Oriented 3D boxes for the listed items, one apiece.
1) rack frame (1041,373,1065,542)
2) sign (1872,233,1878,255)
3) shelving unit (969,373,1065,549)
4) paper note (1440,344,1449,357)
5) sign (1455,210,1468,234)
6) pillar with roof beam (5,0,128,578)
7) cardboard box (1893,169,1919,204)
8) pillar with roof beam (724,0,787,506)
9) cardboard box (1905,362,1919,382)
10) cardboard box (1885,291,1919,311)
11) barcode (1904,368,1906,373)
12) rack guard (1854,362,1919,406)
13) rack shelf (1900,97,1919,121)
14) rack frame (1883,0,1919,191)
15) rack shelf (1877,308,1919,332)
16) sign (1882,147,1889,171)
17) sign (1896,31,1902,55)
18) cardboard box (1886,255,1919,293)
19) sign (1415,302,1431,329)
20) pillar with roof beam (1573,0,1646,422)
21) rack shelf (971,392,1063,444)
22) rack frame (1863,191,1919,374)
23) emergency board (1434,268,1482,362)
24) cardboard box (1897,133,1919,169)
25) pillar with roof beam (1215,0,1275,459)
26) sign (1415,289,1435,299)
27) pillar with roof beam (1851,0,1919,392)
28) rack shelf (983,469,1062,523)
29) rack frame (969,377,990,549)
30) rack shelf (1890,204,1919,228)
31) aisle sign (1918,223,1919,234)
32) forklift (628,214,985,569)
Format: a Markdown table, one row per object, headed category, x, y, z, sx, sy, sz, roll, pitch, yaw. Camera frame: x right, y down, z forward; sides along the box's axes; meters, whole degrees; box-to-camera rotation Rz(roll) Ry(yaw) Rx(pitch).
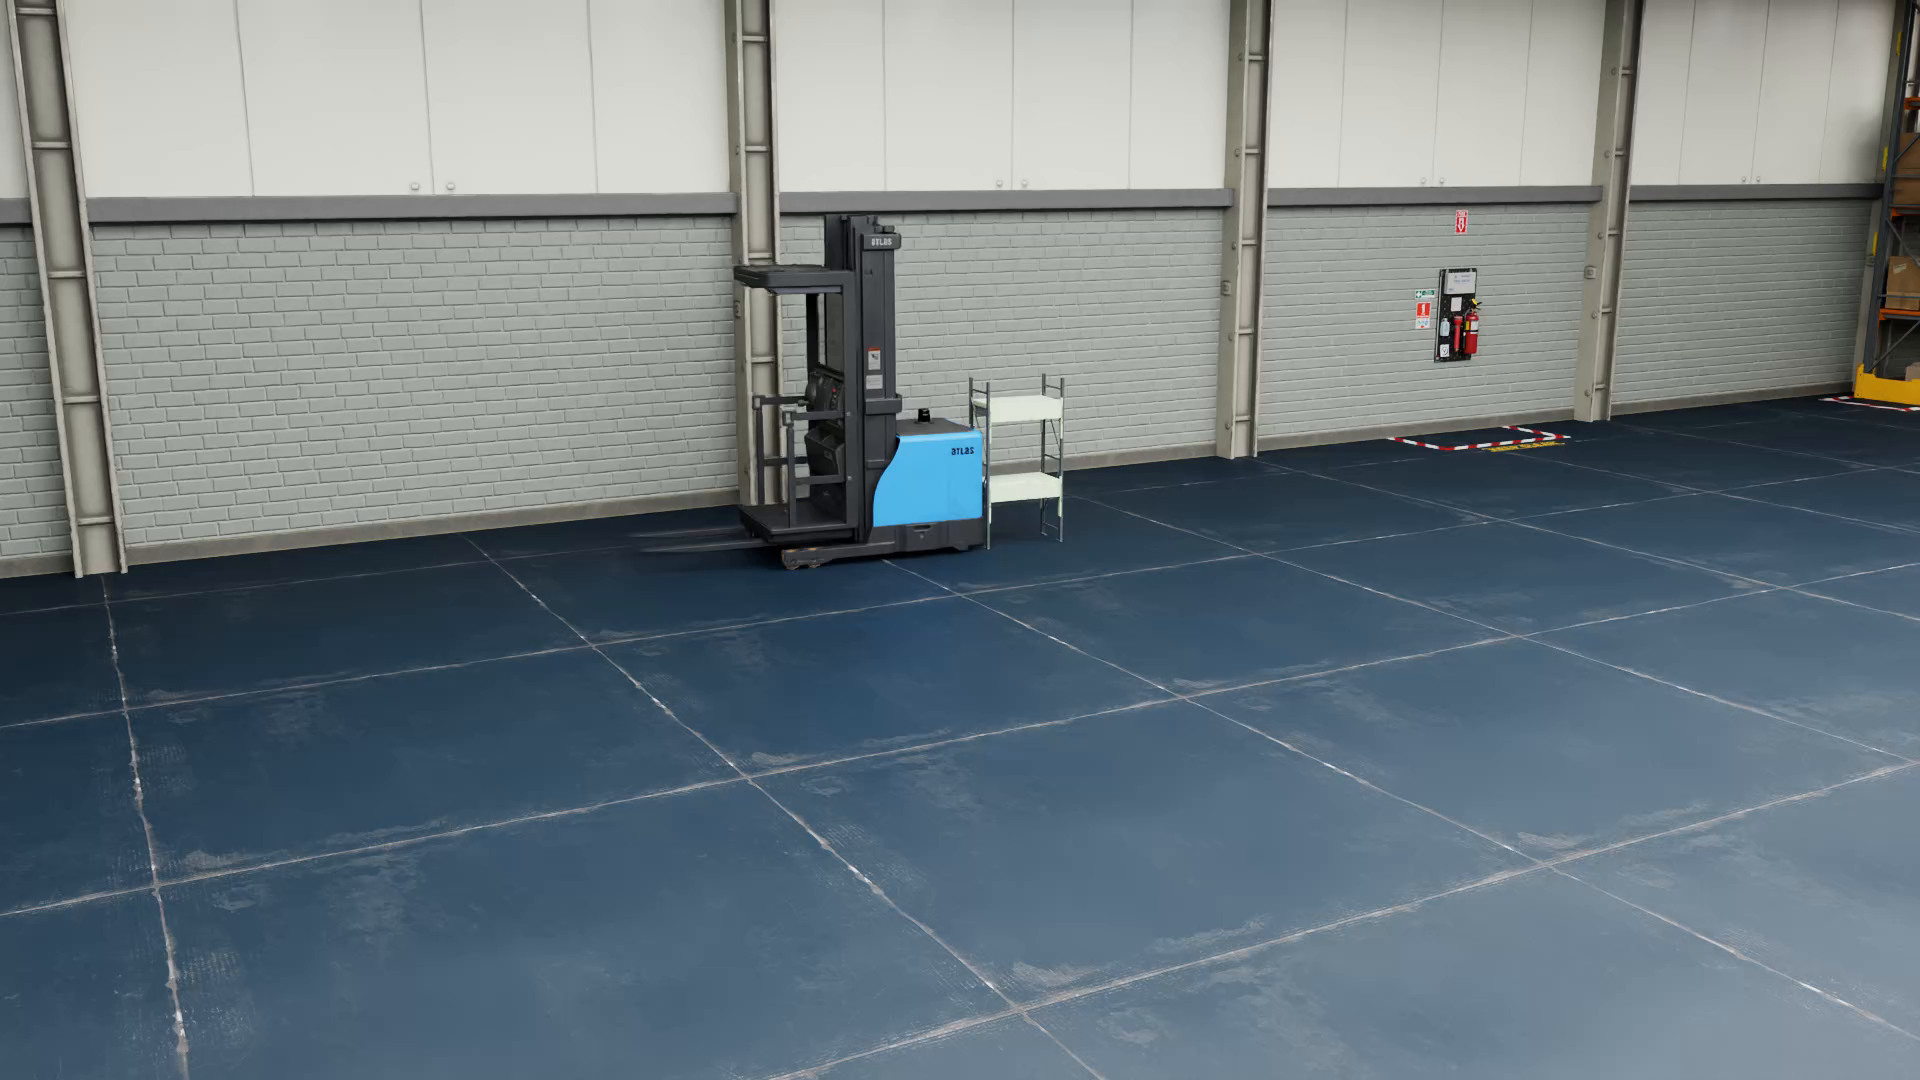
| category | x | y | z | sx | sy | sz | roll | pitch | yaw |
| --- | --- | --- | --- | --- | --- | --- | --- | --- | --- |
| rack frame | 0.843 | -0.754 | 15.184 | 0.023 | 1.500 | 0.400 | -6 | 14 | -23 |
| sign | 13.350 | -4.311 | 24.215 | 0.005 | 0.325 | 0.100 | -7 | 14 | -28 |
| shelving unit | 0.508 | -0.721 | 15.038 | 0.755 | 1.500 | 0.431 | -6 | 14 | -23 |
| paper note | 6.156 | -2.404 | 21.106 | 0.142 | 0.148 | 0.016 | -7 | 14 | -28 |
| sign | 6.290 | -3.988 | 20.860 | 0.199 | 0.298 | 0.001 | -7 | 14 | -28 |
| pillar with roof beam | -5.205 | -3.295 | 9.396 | 0.400 | 9.000 | 9.100 | -7 | 14 | -28 |
| cardboard box | 13.843 | -5.097 | 23.961 | 0.500 | 0.500 | 0.500 | -6 | 14 | -24 |
| pillar with roof beam | 0.062 | -3.926 | 12.201 | 0.400 | 9.000 | 9.100 | -7 | 14 | -28 |
| cardboard box | 14.249 | -2.441 | 24.385 | 0.500 | 0.311 | 0.500 | -9 | 15 | -34 |
| cardboard box | 13.916 | -3.506 | 24.291 | 0.500 | 0.250 | 0.500 | -7 | 14 | -27 |
| barcode | 14.073 | -2.524 | 24.735 | 0.075 | 0.075 | 0.001 | -7 | 14 | -28 |
| rack guard | 13.665 | -2.271 | 24.202 | 0.348 | 0.500 | 1.175 | -7 | 14 | -28 |
| rack shelf | 15.354 | -6.267 | 24.248 | 4.000 | 0.370 | 1.077 | -7 | 14 | -28 |
| rack frame | 13.598 | -6.409 | 23.233 | 0.127 | 3.000 | 1.000 | -7 | 14 | -28 |
| rack shelf | 15.354 | -3.342 | 24.906 | 4.000 | 0.370 | 1.077 | -7 | 14 | -28 |
| sign | 13.350 | -5.487 | 23.950 | 0.005 | 0.325 | 0.100 | -7 | 14 | -28 |
| sign | 13.350 | -7.051 | 23.598 | 0.005 | 0.325 | 0.100 | -7 | 14 | -28 |
| cardboard box | 13.910 | -3.875 | 24.226 | 0.500 | 0.500 | 0.500 | -7 | 14 | -28 |
| sign | 5.810 | -2.818 | 20.859 | 0.234 | 0.329 | 0.001 | -7 | 14 | -28 |
| pillar with roof beam | 10.594 | -5.189 | 17.810 | 0.400 | 9.000 | 9.100 | -7 | 14 | -28 |
| rack shelf | 0.508 | -1.102 | 14.953 | 0.720 | 0.370 | 0.431 | -6 | 14 | -23 |
| rack frame | 13.598 | -3.482 | 23.892 | 0.127 | 3.000 | 1.000 | -7 | 14 | -28 |
| emergency board | 6.344 | -2.839 | 21.033 | 0.643 | 1.169 | 0.194 | -7 | 14 | -28 |
| cardboard box | 13.851 | -5.588 | 23.865 | 0.500 | 0.500 | 0.500 | -6 | 14 | -25 |
| pillar with roof beam | 5.328 | -4.557 | 15.005 | 0.400 | 9.000 | 9.100 | -7 | 14 | -28 |
| sign | 5.818 | -3.075 | 20.795 | 0.331 | 0.109 | 0.001 | -7 | 14 | -28 |
| pillar with roof beam | 15.861 | -5.820 | 20.615 | 0.400 | 9.000 | 9.100 | -7 | 14 | -28 |
| rack shelf | 0.509 | -0.403 | 15.110 | 0.720 | 0.370 | 0.431 | -6 | 14 | -23 |
| rack frame | 0.174 | -0.689 | 14.893 | 0.023 | 1.500 | 0.400 | -6 | 14 | -23 |
| rack shelf | 15.354 | -4.805 | 24.577 | 4.000 | 0.370 | 1.077 | -7 | 14 | -28 |
| aisle sign | 13.679 | -4.685 | 23.316 | 0.004 | 0.787 | 0.394 | -7 | 14 | -28 |
| forklift | -1.351 | -1.310 | 14.397 | 3.031 | 2.935 | 1.130 | -5 | 14 | -21 |
